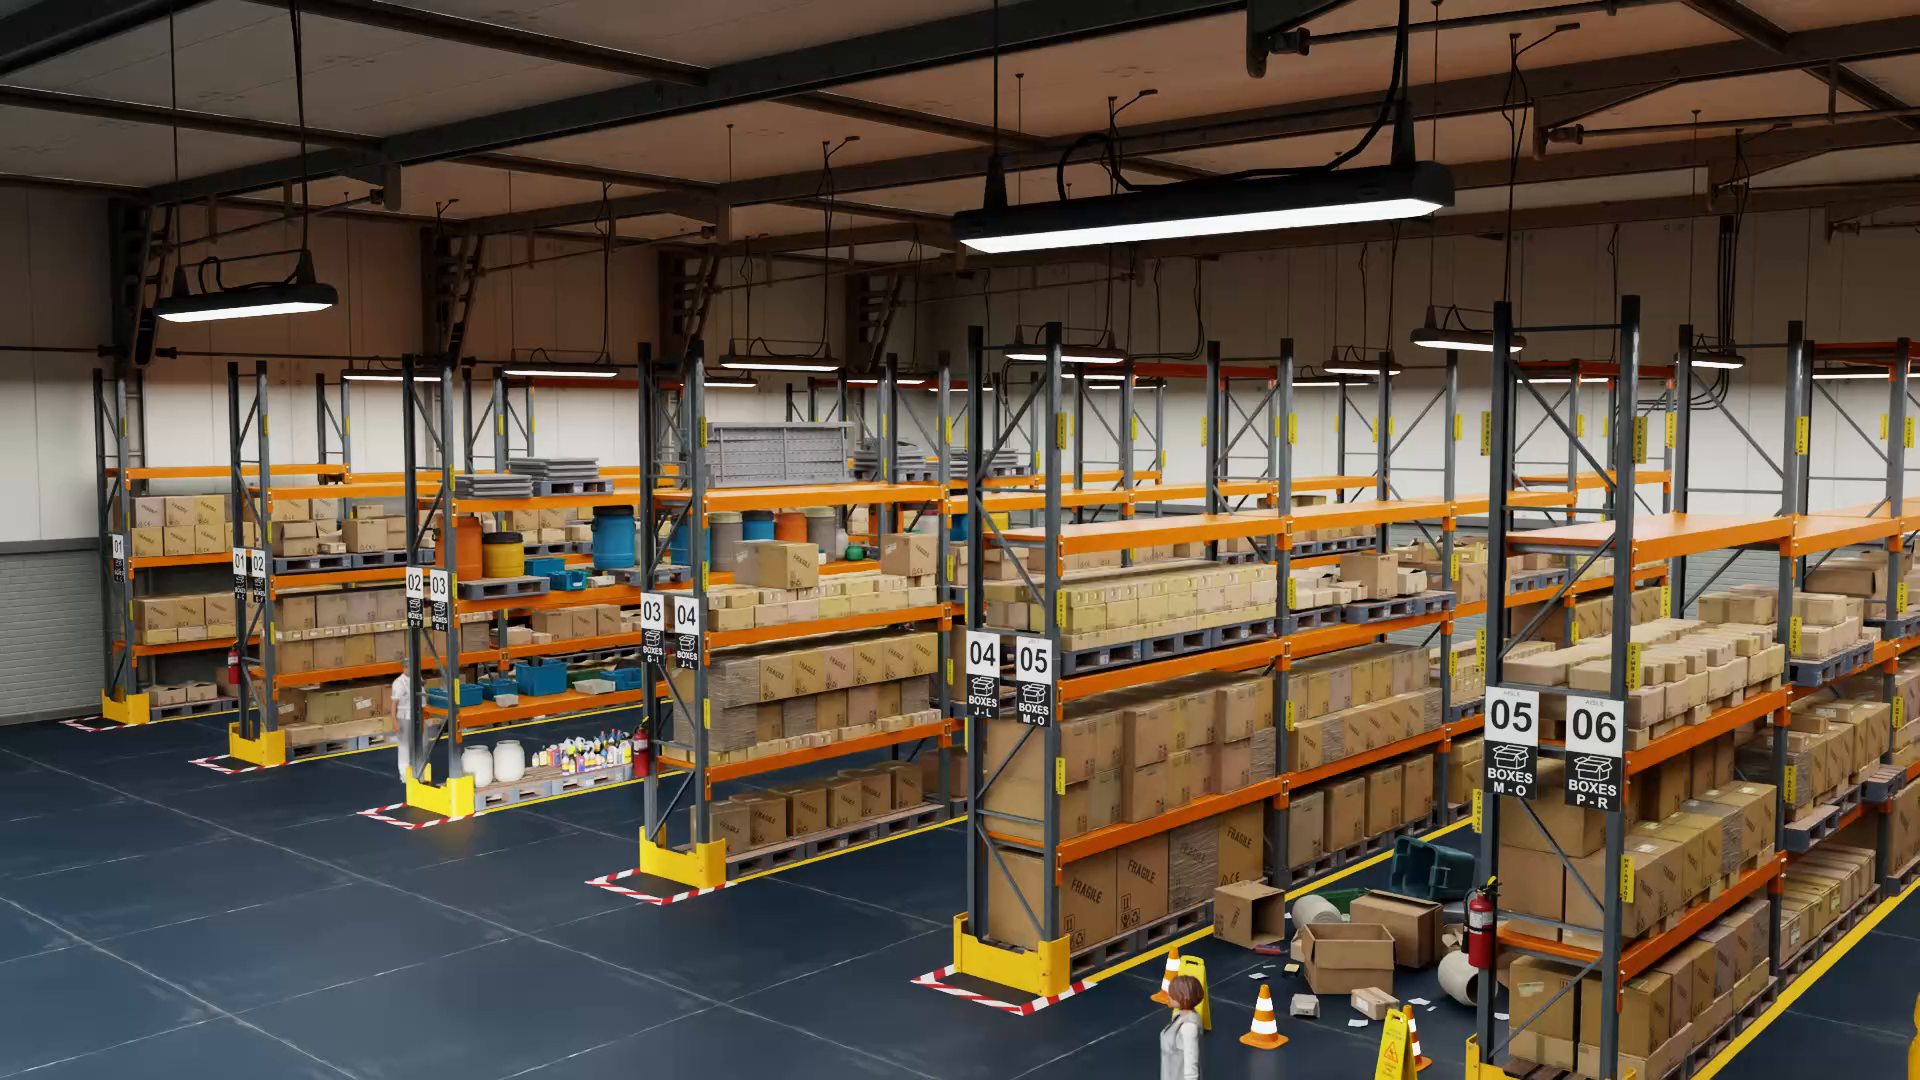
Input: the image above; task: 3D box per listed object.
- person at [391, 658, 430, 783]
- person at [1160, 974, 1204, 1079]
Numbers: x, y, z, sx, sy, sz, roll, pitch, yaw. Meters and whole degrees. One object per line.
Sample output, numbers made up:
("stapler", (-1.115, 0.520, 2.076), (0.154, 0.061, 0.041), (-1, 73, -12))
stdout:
("person", (-7.842, 2.588, 23.725), (0.404, 1.857, 0.613), (3, 5, 33))
("person", (1.381, 3.584, 10.607), (0.384, 1.608, 0.521), (0, 4, 4))
